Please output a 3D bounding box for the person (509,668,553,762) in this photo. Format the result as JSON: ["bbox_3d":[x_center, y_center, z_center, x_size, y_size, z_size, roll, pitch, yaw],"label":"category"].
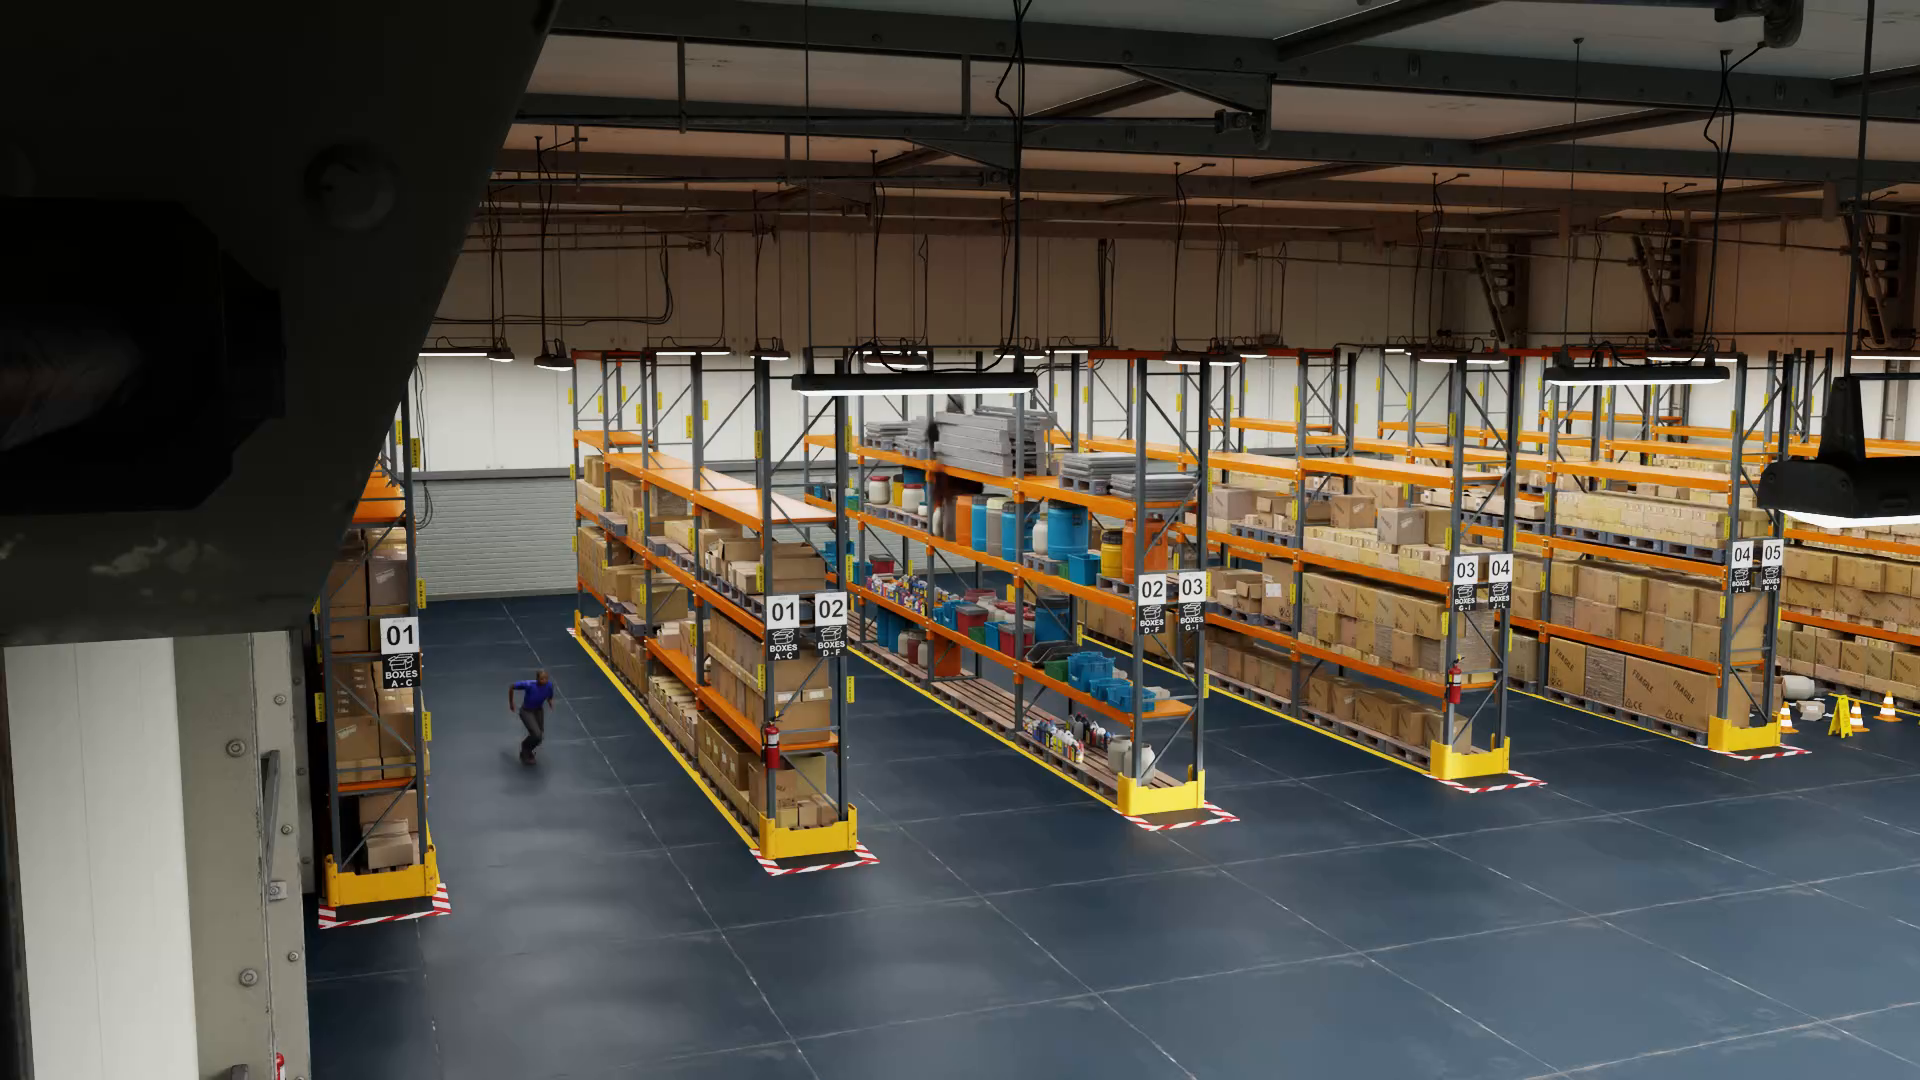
[{"bbox_3d":[-6.259,2.587,24.324,0.849,1.472,0.601,7,10,44],"label":"person"}]
